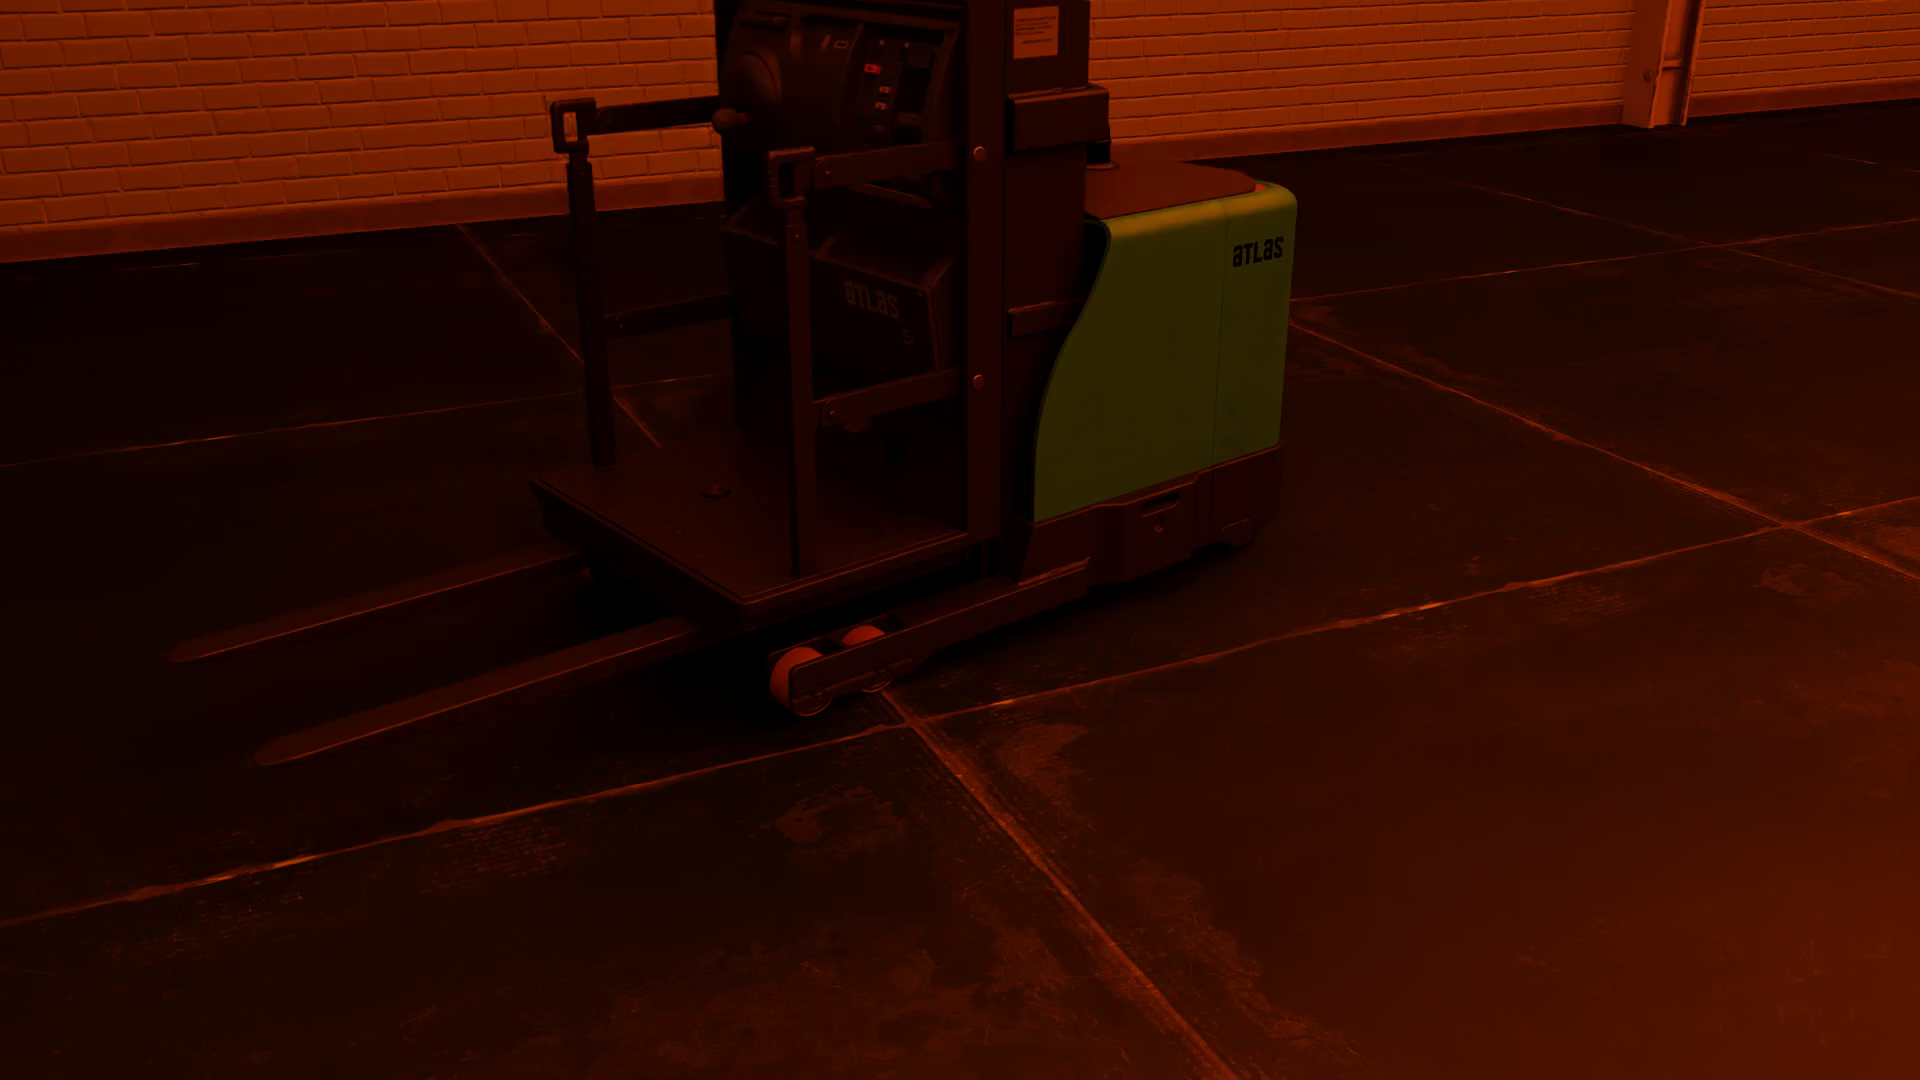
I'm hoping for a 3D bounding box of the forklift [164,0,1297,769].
[{"bbox_3d":[-0.480,-1.150,4.054,3.031,2.935,1.130,-18,28,-36],"label":"forklift"}]
